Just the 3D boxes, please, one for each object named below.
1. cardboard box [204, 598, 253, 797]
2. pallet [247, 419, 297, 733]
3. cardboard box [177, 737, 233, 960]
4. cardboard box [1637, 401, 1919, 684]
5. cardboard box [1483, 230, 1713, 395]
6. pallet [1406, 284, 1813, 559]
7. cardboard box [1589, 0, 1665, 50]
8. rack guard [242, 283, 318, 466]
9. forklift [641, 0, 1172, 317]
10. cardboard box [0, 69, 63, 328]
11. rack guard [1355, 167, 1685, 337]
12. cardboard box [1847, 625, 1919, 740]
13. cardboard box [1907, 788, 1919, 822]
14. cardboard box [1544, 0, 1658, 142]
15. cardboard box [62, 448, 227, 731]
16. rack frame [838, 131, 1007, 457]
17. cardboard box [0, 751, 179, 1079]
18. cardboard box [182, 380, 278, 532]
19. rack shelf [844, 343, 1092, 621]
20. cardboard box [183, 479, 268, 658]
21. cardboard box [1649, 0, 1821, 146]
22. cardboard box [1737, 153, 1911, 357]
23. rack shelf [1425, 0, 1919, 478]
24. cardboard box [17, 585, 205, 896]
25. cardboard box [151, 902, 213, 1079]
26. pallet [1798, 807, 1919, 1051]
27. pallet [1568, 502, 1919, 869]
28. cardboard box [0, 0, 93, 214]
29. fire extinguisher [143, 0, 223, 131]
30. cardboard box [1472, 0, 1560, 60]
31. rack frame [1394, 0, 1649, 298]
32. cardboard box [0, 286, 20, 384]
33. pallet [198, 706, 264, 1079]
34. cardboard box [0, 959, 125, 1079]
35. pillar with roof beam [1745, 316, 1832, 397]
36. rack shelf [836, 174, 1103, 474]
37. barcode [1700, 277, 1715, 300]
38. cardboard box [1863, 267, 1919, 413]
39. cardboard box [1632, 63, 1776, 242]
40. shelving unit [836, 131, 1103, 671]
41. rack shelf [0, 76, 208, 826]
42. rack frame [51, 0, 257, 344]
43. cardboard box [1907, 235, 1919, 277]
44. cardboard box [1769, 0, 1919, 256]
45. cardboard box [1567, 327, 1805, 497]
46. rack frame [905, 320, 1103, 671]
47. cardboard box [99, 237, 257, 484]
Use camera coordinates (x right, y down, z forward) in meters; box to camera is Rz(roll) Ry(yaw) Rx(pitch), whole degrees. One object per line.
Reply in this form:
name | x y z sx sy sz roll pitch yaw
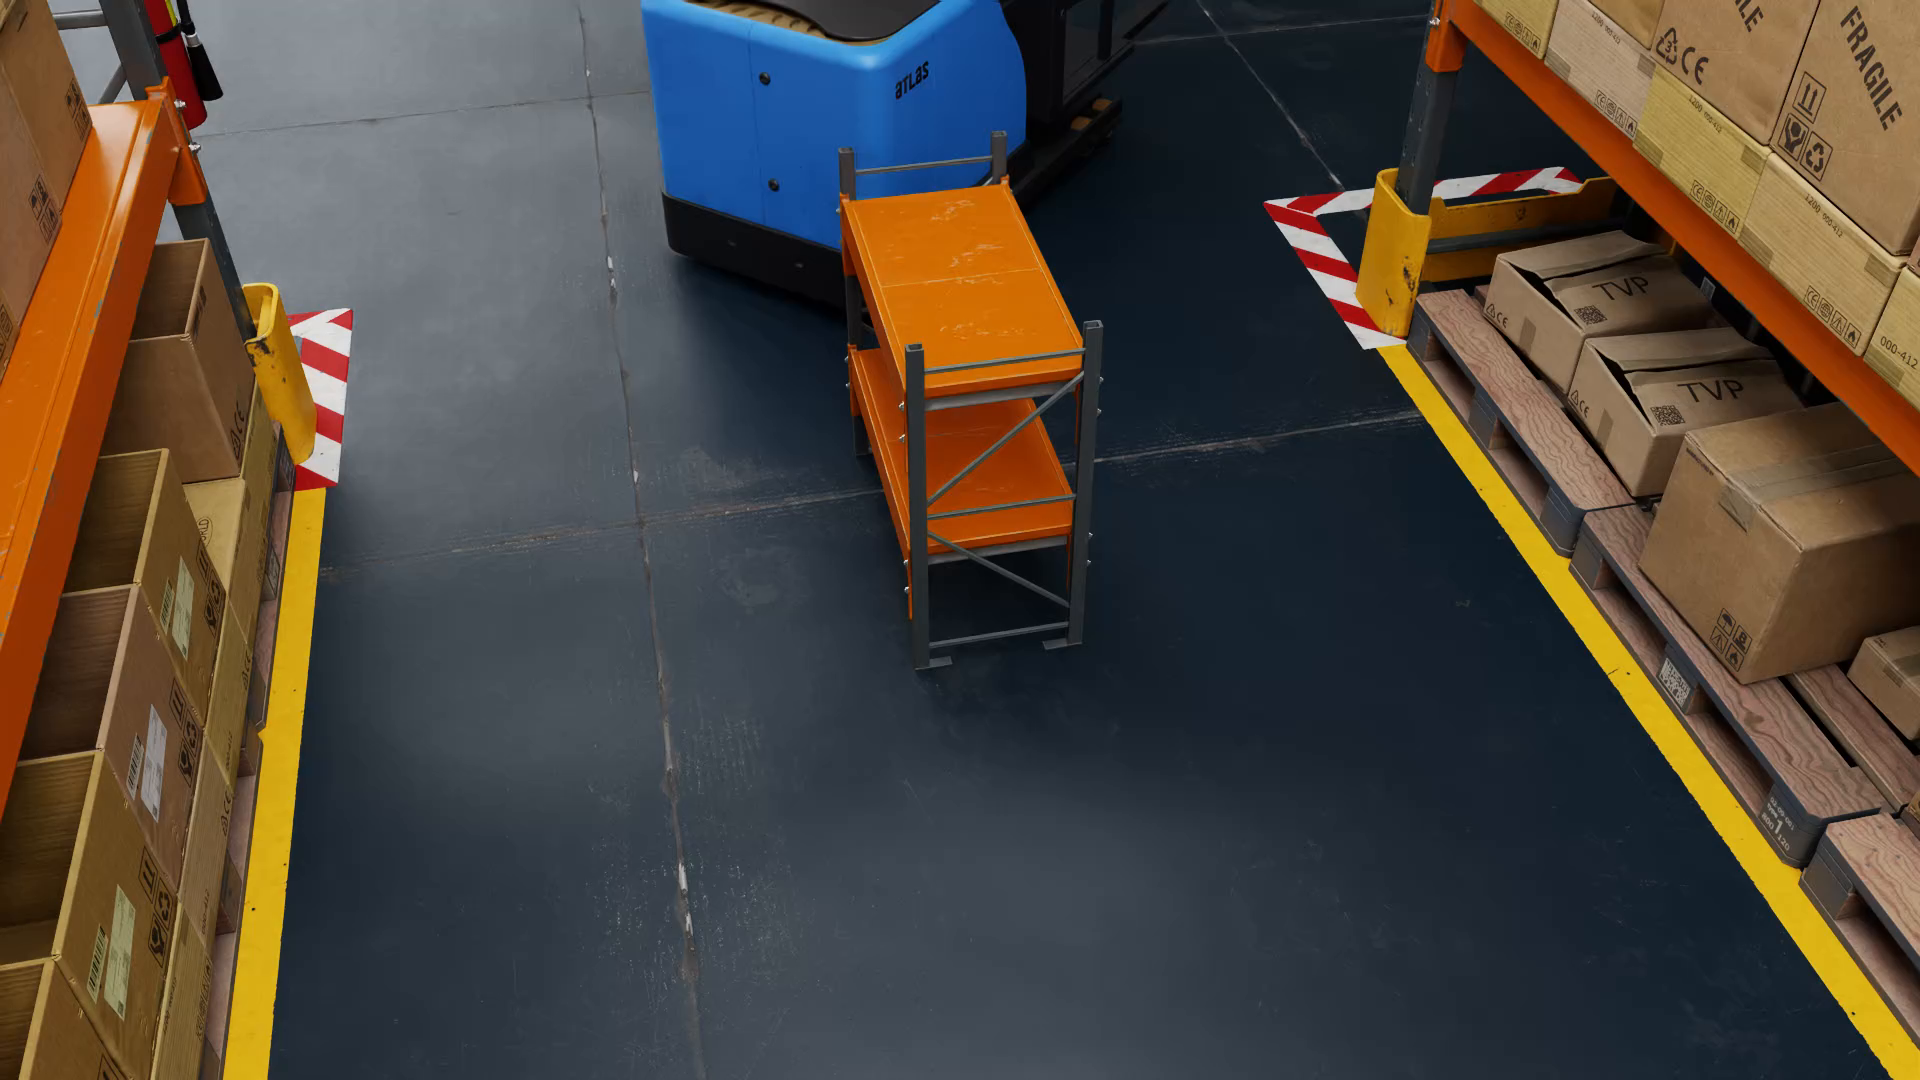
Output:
cardboard box | -2.128 0.435 4.256 0.500 0.250 0.500 -8 42 -9
pallet | -2.556 0.144 4.928 1.003 0.211 1.213 -8 42 -9
cardboard box | -2.022 0.759 3.890 0.500 0.250 0.500 -8 42 -9
cardboard box | 2.369 -0.016 4.560 0.700 0.500 0.500 -11 43 -12
cardboard box | 2.136 -0.798 5.583 0.500 0.311 0.500 -13 43 -14
pallet | 2.232 -0.476 5.628 1.003 0.211 1.213 -8 42 -9
cardboard box | 1.981 -1.658 4.391 0.500 0.500 0.500 -8 42 -9
rack guard | -2.767 -0.469 5.401 1.175 0.500 0.348 -8 42 -9
forklift | 0.046 -2.870 6.275 1.130 2.935 3.031 21 46 22
cardboard box | -2.555 -0.781 3.795 0.700 0.500 0.500 -7 42 -8
rack guard | 2.091 -1.116 6.131 1.175 0.500 0.348 -8 42 -9
cardboard box | 2.612 0.355 4.407 0.380 0.149 0.250 -12 43 -13
cardboard box | 2.675 0.596 3.871 0.500 0.500 0.500 -11 43 -12
cardboard box | 1.996 -1.355 4.615 0.500 0.250 0.500 -10 42 -11
cardboard box | -2.125 0.154 4.007 0.500 0.500 0.500 -8 42 -9
rack frame | -0.108 -0.746 5.243 0.500 1.125 0.032 -8 42 -9
cardboard box | -1.908 0.802 3.277 0.500 0.500 0.500 -8 42 -9
cardboard box | -2.357 -0.211 4.984 0.500 0.250 0.500 -8 42 -9
rack shelf | 0.001 -0.233 5.034 0.538 0.278 1.000 -8 42 -9
cardboard box | -2.238 0.111 4.620 0.500 0.250 0.500 -8 42 -9
cardboard box | 2.087 -1.322 4.013 0.500 0.500 0.500 -10 42 -11
cardboard box | 2.207 -0.696 3.873 0.500 0.250 0.500 -8 42 -9
rack shelf | 2.506 -0.535 4.135 1.077 0.370 4.000 -8 42 -9
cardboard box | -2.018 0.478 3.642 0.500 0.500 0.500 -8 42 -9
cardboard box | -1.908 1.082 3.526 0.500 0.250 0.500 -8 42 -9
pallet | 2.759 1.105 3.846 1.003 0.211 1.213 -8 42 -9
pallet | 2.492 0.313 4.739 1.003 0.211 1.213 -8 42 -9
cardboard box | -2.673 -1.121 4.178 0.700 0.500 0.500 -8 42 -9
fire extinguisher | -2.333 -1.502 4.741 0.296 0.674 0.183 -8 42 -9
cardboard box | 1.870 -1.690 4.992 0.500 0.250 0.500 -9 42 -11
rack frame | 2.075 -2.100 5.356 1.000 3.000 0.127 -8 42 -9
cardboard box | -2.454 -0.459 3.432 0.700 0.500 0.500 -8 42 -9
pallet | -2.296 0.934 4.039 1.003 0.211 1.213 -8 42 -9
cardboard box | -1.808 1.127 2.911 0.500 0.500 0.500 -8 42 -9
pillar with roof beam | -1.133 -3.397 2.298 9.100 9.000 0.400 -8 42 -9
rack shelf | 0.001 -0.635 4.677 0.538 0.278 1.000 -8 42 -9
barcode | 2.531 -0.847 5.632 0.001 0.075 0.075 -8 42 -9
cardboard box | 2.317 -0.370 3.506 0.500 0.250 0.500 -9 42 -10
cardboard box | 2.100 -1.024 4.242 0.500 0.250 0.500 -9 42 -10
shelving unit | 0.001 -0.416 4.872 0.538 1.125 1.048 -8 42 -9
rack shelf | -2.330 0.177 3.332 1.077 0.370 4.000 -8 42 -9
rack frame | -2.762 -1.388 4.554 1.000 3.000 0.127 -8 42 -9
cardboard box | 2.322 -0.652 3.258 0.500 0.500 0.500 -9 42 -11
cardboard box | 2.210 -0.989 3.638 0.500 0.500 0.500 -7 42 -8
cardboard box | 2.259 -0.428 5.167 0.500 0.311 0.500 -5 42 -6
rack frame | 0.111 -0.087 4.500 0.500 1.125 0.032 -8 42 -9
cardboard box | -2.355 -0.492 4.735 0.500 0.500 0.500 -8 42 -9
